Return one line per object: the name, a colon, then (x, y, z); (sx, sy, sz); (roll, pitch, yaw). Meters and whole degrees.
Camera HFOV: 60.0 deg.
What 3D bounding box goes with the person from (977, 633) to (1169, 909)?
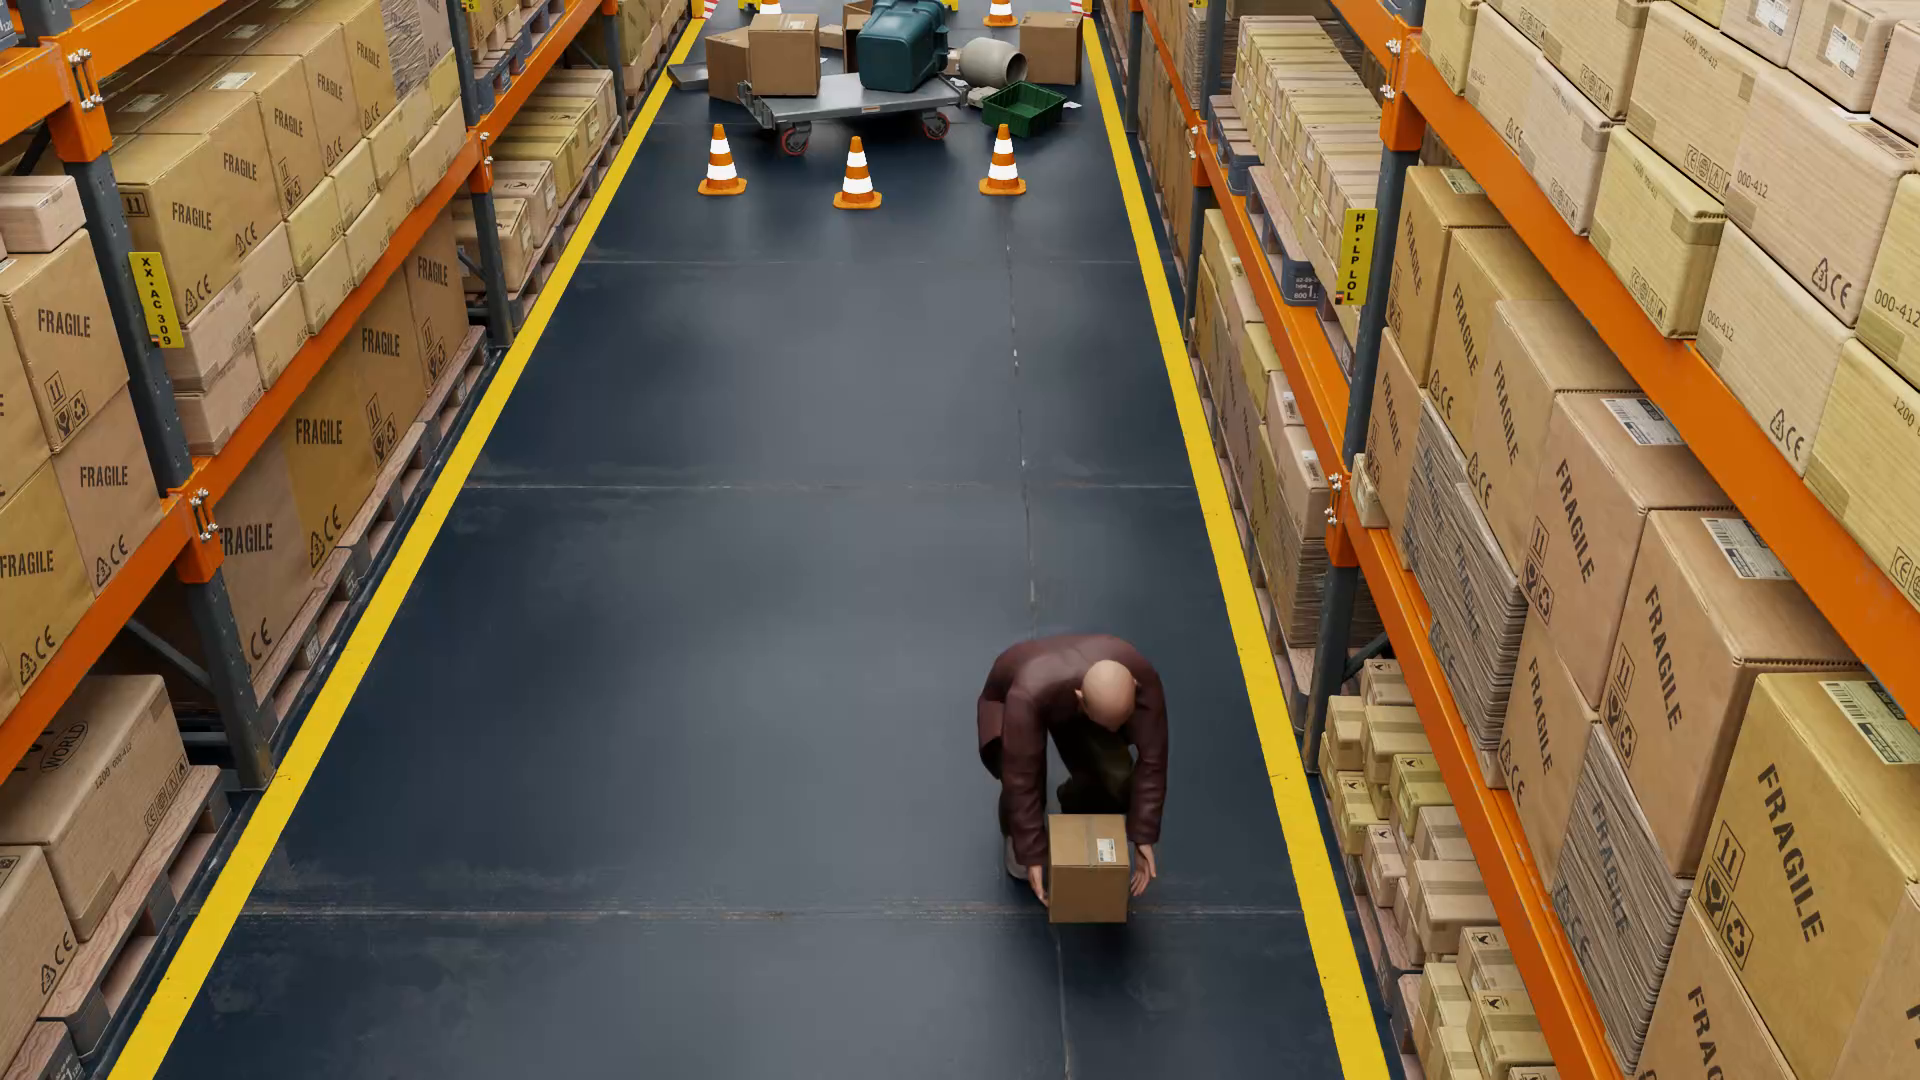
person: (0.372, 0.700, 5.699); (0.608, 1.046, 0.894); (-6, 32, -9)
